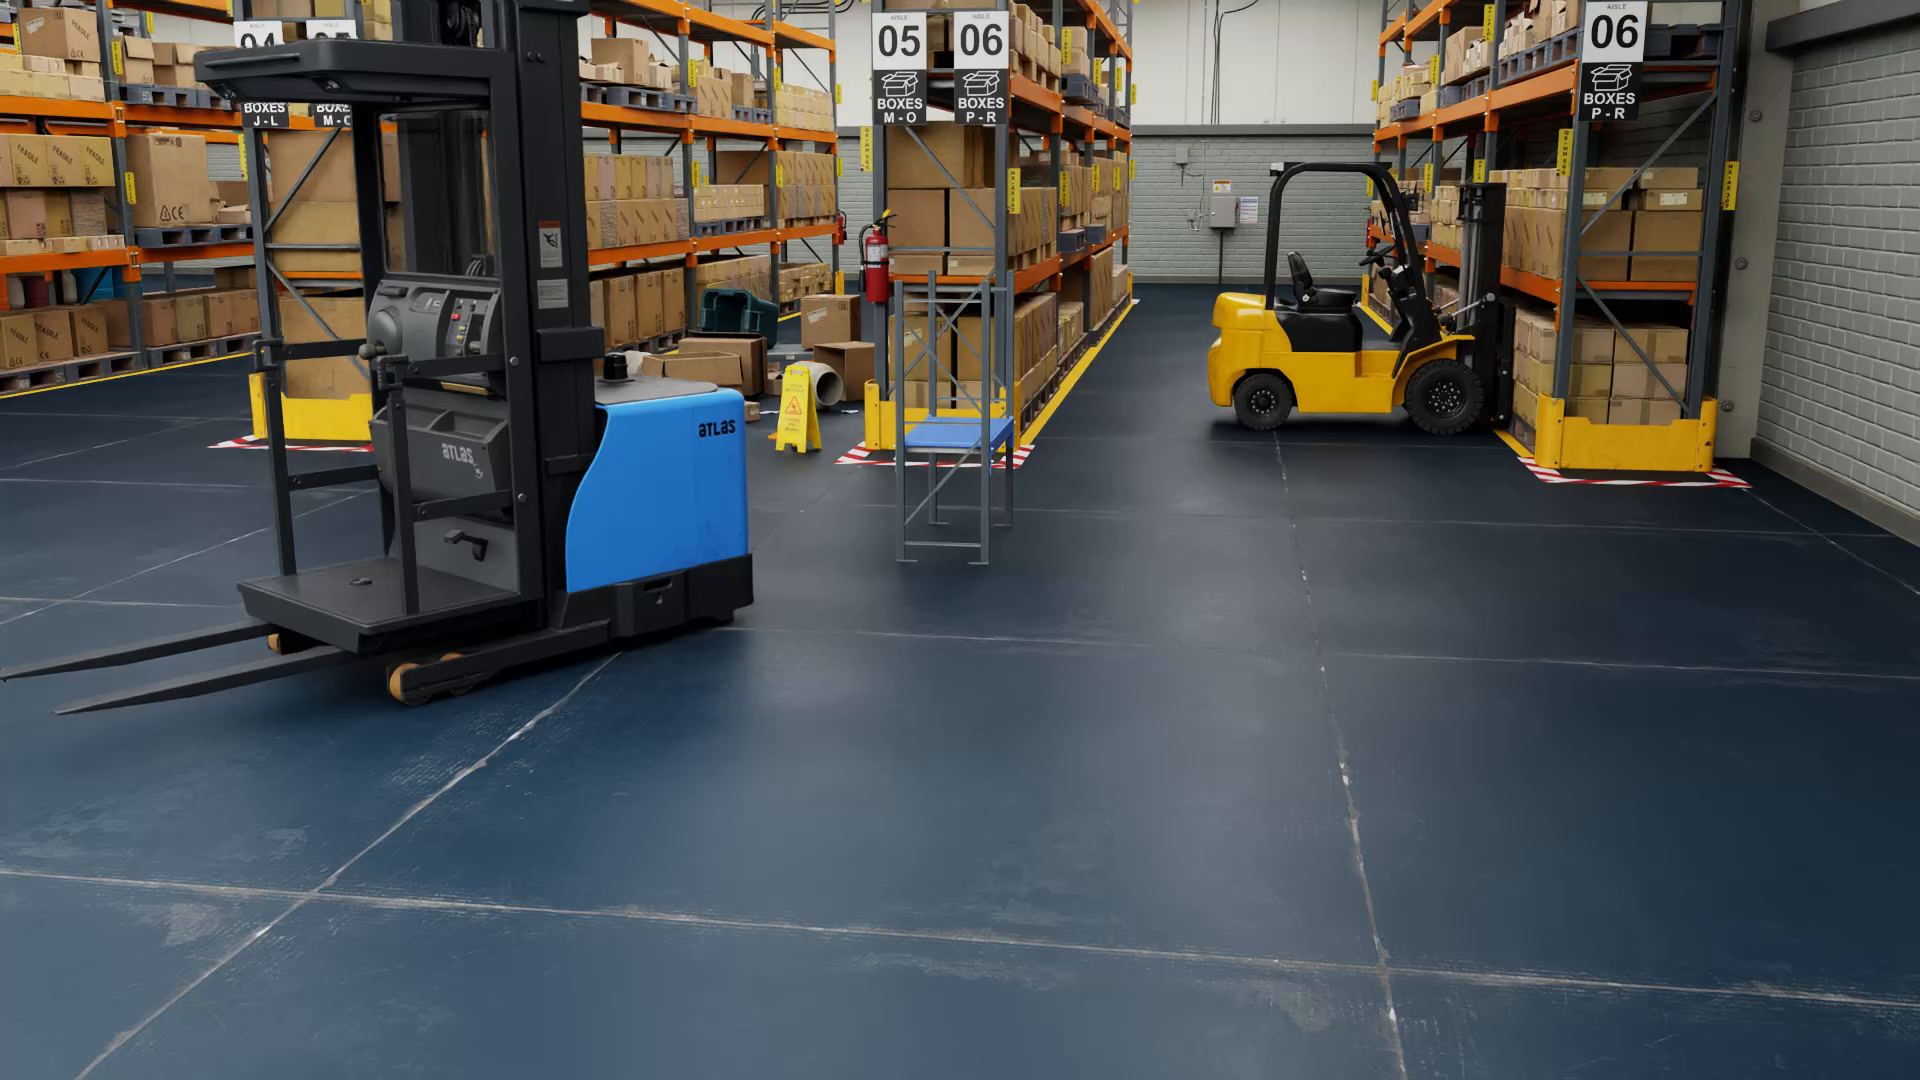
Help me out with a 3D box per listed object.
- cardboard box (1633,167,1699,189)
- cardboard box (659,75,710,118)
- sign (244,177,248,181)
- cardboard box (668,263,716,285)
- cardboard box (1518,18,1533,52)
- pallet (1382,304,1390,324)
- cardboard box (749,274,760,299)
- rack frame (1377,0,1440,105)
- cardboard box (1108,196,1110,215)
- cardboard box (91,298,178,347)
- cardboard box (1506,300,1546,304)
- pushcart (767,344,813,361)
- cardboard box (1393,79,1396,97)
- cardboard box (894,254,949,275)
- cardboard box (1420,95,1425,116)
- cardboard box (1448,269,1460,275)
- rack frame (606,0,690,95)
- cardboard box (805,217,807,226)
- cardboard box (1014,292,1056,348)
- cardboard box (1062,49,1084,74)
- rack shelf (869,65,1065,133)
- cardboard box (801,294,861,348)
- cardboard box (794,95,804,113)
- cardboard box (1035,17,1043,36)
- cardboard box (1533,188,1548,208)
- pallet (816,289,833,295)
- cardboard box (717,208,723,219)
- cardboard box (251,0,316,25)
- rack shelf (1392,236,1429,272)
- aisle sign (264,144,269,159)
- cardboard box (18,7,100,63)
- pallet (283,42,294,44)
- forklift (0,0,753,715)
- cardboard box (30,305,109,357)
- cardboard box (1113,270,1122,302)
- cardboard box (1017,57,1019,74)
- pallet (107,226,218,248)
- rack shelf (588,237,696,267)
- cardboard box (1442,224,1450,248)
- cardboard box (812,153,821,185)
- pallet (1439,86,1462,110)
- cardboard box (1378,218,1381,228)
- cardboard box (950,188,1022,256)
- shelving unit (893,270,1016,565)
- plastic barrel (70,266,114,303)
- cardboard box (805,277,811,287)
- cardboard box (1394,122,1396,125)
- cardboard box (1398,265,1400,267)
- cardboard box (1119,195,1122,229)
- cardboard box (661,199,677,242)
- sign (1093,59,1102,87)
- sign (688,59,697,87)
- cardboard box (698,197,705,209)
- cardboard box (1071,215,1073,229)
[{"bbox_3d":[5.024,-2.577,11.849,0.380,0.149,0.250,2,12,8],"label":"cardboard box"},{"bbox_3d":[-3.469,-5.593,20.969,0.500,0.500,0.500,2,12,9],"label":"cardboard box"},{"bbox_3d":[-9.254,-4.733,21.585,0.100,0.325,0.005,2,12,9],"label":"sign"},{"bbox_3d":[-3.475,-3.453,21.554,0.500,0.250,0.500,1,12,6],"label":"cardboard box"},{"bbox_3d":[4.848,-4.191,13.786,0.396,0.266,0.258,2,12,7],"label":"cardboard box"},{"bbox_3d":[6.714,-3.281,24.215,1.003,0.211,1.213,2,12,9],"label":"pallet"},{"bbox_3d":[-3.149,-3.515,23.618,0.500,0.500,0.500,2,12,7],"label":"cardboard box"},{"bbox_3d":[7.222,-8.266,26.490,1.000,3.000,0.127,2,12,9],"label":"rack frame"},{"bbox_3d":[1.805,-4.628,23.018,0.500,0.250,0.500,2,12,10],"label":"cardboard box"},{"bbox_3d":[-9.205,-2.437,18.570,0.700,0.500,0.500,1,12,4],"label":"cardboard box"},{"bbox_3d":[4.904,-1.989,14.758,0.500,0.250,0.500,2,12,9],"label":"cardboard box"},{"bbox_3d":[-1.789,-1.777,16.844,1.648,0.377,0.936,-2,12,-11],"label":"pushcart"},{"bbox_3d":[6.516,-6.502,23.889,0.500,0.250,0.500,2,12,8],"label":"cardboard box"},{"bbox_3d":[-0.297,-2.125,12.830,0.380,0.149,0.250,2,12,11],"label":"cardboard box"},{"bbox_3d":[5.984,-5.385,20.596,0.500,0.250,0.500,2,12,9],"label":"cardboard box"},{"bbox_3d":[6.663,-3.500,22.010,0.380,0.149,0.250,2,12,10],"label":"cardboard box"},{"bbox_3d":[-3.820,-6.900,20.152,1.000,3.000,0.127,2,12,9],"label":"rack frame"},{"bbox_3d":[-2.670,-5.112,26.691,0.380,0.149,0.250,2,12,10],"label":"cardboard box"},{"bbox_3d":[0.646,-2.092,15.828,0.500,0.500,0.500,2,12,8],"label":"cardboard box"},{"bbox_3d":[0.958,-4.703,16.433,0.500,0.250,0.500,2,12,7],"label":"cardboard box"},{"bbox_3d":[0.164,-3.694,14.101,1.077,0.370,4.000,2,12,9],"label":"rack shelf"},{"bbox_3d":[-1.292,-2.195,16.696,0.500,0.500,0.500,2,12,9],"label":"cardboard box"},{"bbox_3d":[-2.721,-6.738,25.688,0.500,0.250,0.500,2,12,10],"label":"cardboard box"},{"bbox_3d":[0.494,-4.330,14.049,0.380,0.149,0.250,2,12,9],"label":"cardboard box"},{"bbox_3d":[4.692,-2.665,12.961,0.380,0.149,0.250,1,12,7],"label":"cardboard box"},{"bbox_3d":[-2.761,-4.086,27.952,1.003,0.211,1.213,2,12,9],"label":"pallet"},{"bbox_3d":[-3.391,-4.360,22.206,0.380,0.149,0.250,2,12,11],"label":"cardboard box"},{"bbox_3d":[-5.251,-4.206,13.185,0.500,0.250,0.500,2,12,9],"label":"cardboard box"},{"bbox_3d":[6.300,-3.733,21.402,1.077,0.370,4.000,2,12,9],"label":"rack shelf"},{"bbox_3d":[-12.651,-7.271,29.940,0.394,0.787,0.004,2,12,9],"label":"aisle sign"},{"bbox_3d":[-9.138,-5.120,16.880,0.500,0.500,0.500,2,12,7],"label":"cardboard box"},{"bbox_3d":[-4.947,-3.880,13.468,1.003,0.211,1.213,2,12,9],"label":"pallet"},{"bbox_3d":[-2.325,-0.906,6.741,1.130,2.935,3.031,11,16,41],"label":"forklift"},{"bbox_3d":[-9.422,-2.218,17.602,0.500,0.500,0.500,1,12,7],"label":"cardboard box"},{"bbox_3d":[2.042,-3.927,25.682,0.875,0.438,0.875,2,12,7],"label":"cardboard box"},{"bbox_3d":[0.255,-3.677,12.910,0.380,0.149,0.250,2,12,10],"label":"cardboard box"},{"bbox_3d":[-9.059,-3.377,18.500,1.003,0.211,1.213,2,12,9],"label":"pallet"},{"bbox_3d":[-4.128,-3.200,18.928,1.077,0.370,4.000,2,12,9],"label":"rack shelf"},{"bbox_3d":[5.528,-3.298,18.035,0.500,0.250,0.500,1,12,7],"label":"cardboard box"},{"bbox_3d":[-2.563,-5.999,26.892,0.500,0.500,0.500,3,12,12],"label":"cardboard box"},{"bbox_3d":[5.976,-4.898,18.430,1.213,0.211,1.003,2,12,11],"label":"pallet"},{"bbox_3d":[6.653,-4.885,25.635,0.380,0.149,0.250,2,12,7],"label":"cardboard box"},{"bbox_3d":[0.203,-2.447,12.784,0.500,0.500,0.500,2,12,8],"label":"cardboard box"},{"bbox_3d":[-0.013,-0.715,9.253,0.538,1.500,1.048,2,12,9],"label":"shelving unit"},{"bbox_3d":[-13.194,-4.062,25.205,0.600,0.901,0.708,2,12,9],"label":"plastic barrel"},{"bbox_3d":[-2.607,-4.143,26.664,0.380,0.149,0.250,2,12,9],"label":"cardboard box"},{"bbox_3d":[6.503,-6.086,24.091,0.380,0.149,0.250,2,12,8],"label":"cardboard box"},{"bbox_3d":[6.289,-3.735,23.103,0.380,0.149,0.250,2,12,11],"label":"cardboard box"},{"bbox_3d":[2.197,-5.007,25.369,0.500,0.500,0.500,2,12,9],"label":"cardboard box"},{"bbox_3d":[-3.702,-3.810,19.816,0.500,0.500,0.500,2,12,9],"label":"cardboard box"},{"bbox_3d":[1.623,-5.529,19.683,0.100,0.325,0.005,2,12,9],"label":"sign"},{"bbox_3d":[-3.273,-5.706,20.314,0.100,0.325,0.005,2,12,9],"label":"sign"},{"bbox_3d":[-3.508,-4.346,21.434,0.380,0.149,0.250,2,12,11],"label":"cardboard box"},{"bbox_3d":[1.005,-3.400,17.748,0.380,0.149,0.250,2,12,9],"label":"cardboard box"}]
